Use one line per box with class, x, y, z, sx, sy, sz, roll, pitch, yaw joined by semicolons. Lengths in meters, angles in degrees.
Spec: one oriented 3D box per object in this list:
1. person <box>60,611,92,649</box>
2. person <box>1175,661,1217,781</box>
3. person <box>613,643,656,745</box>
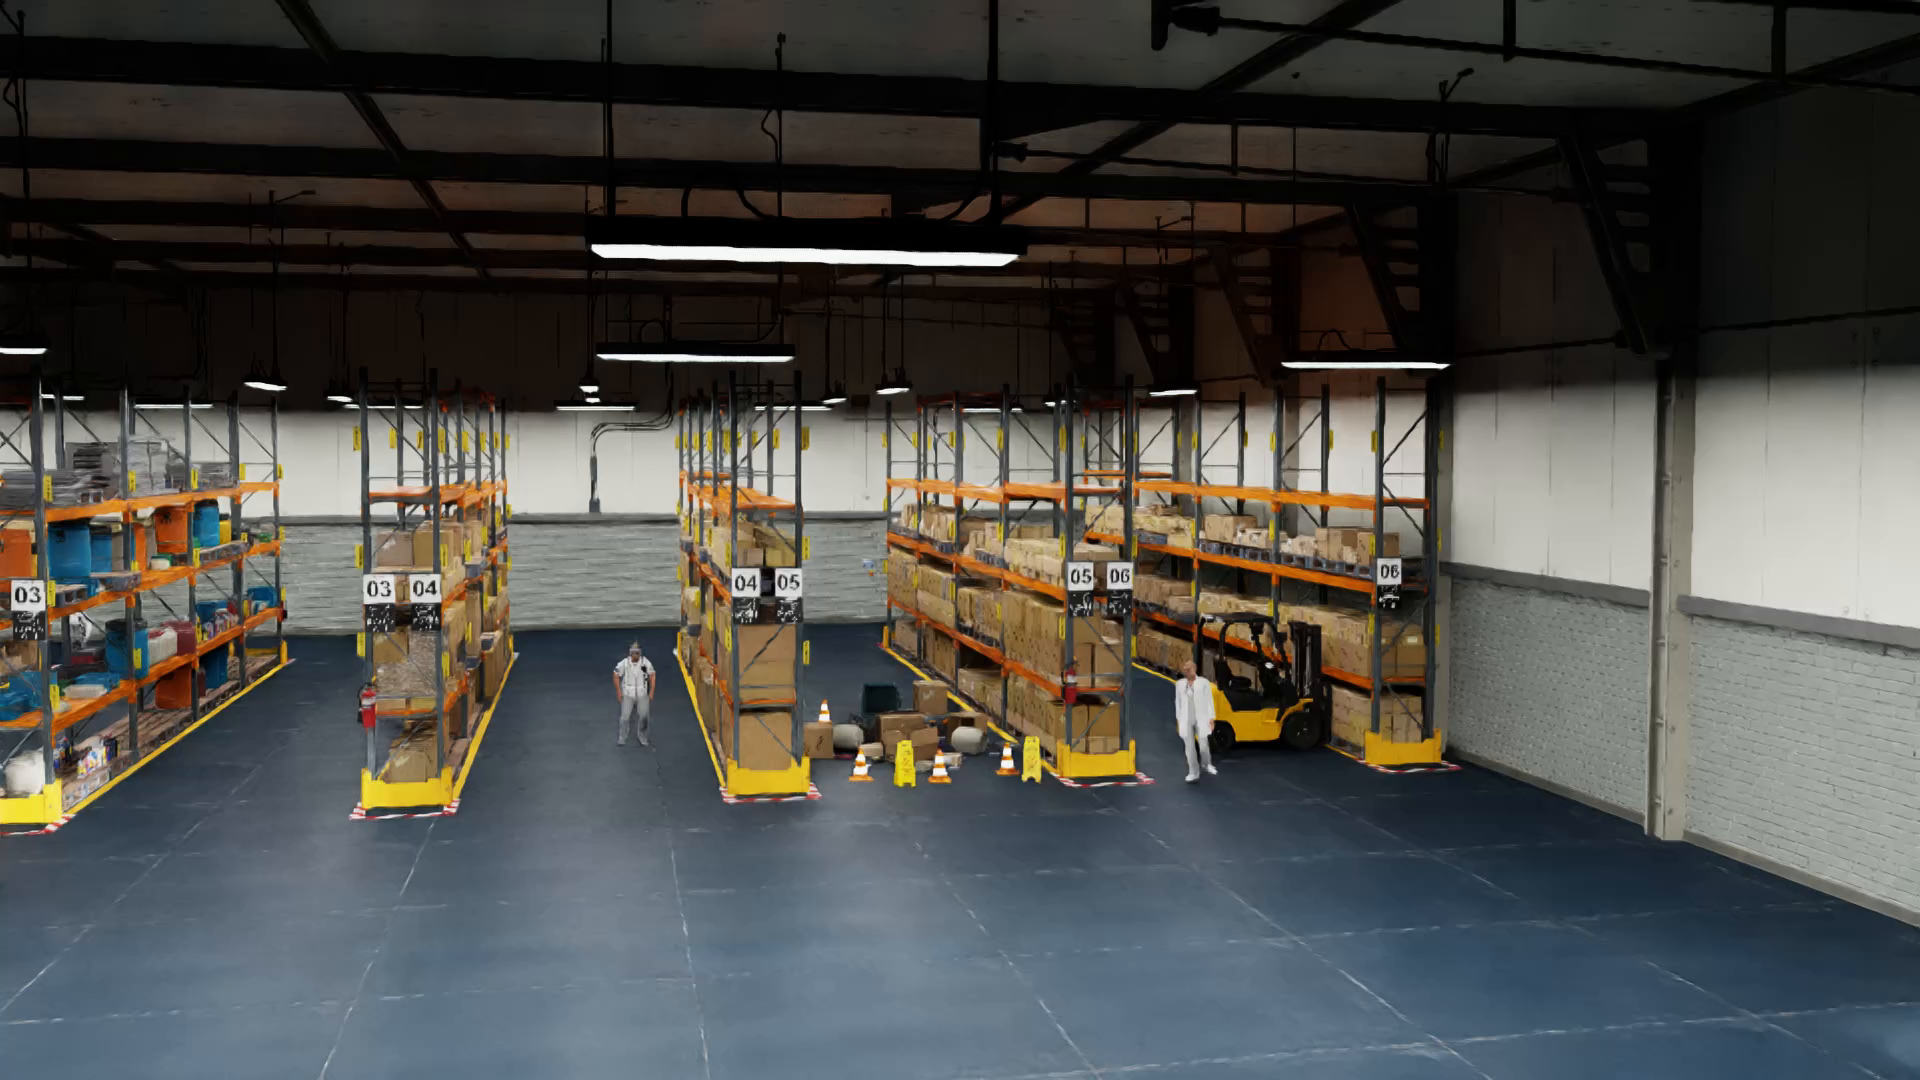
person;-18.940;2.074;35.629;0.639;1.632;0.512;-1;4;-14
person;3.485;2.656;24.587;0.618;1.773;0.572;1;4;23
person;-5.349;2.524;27.350;0.682;1.711;0.542;-1;4;-14
